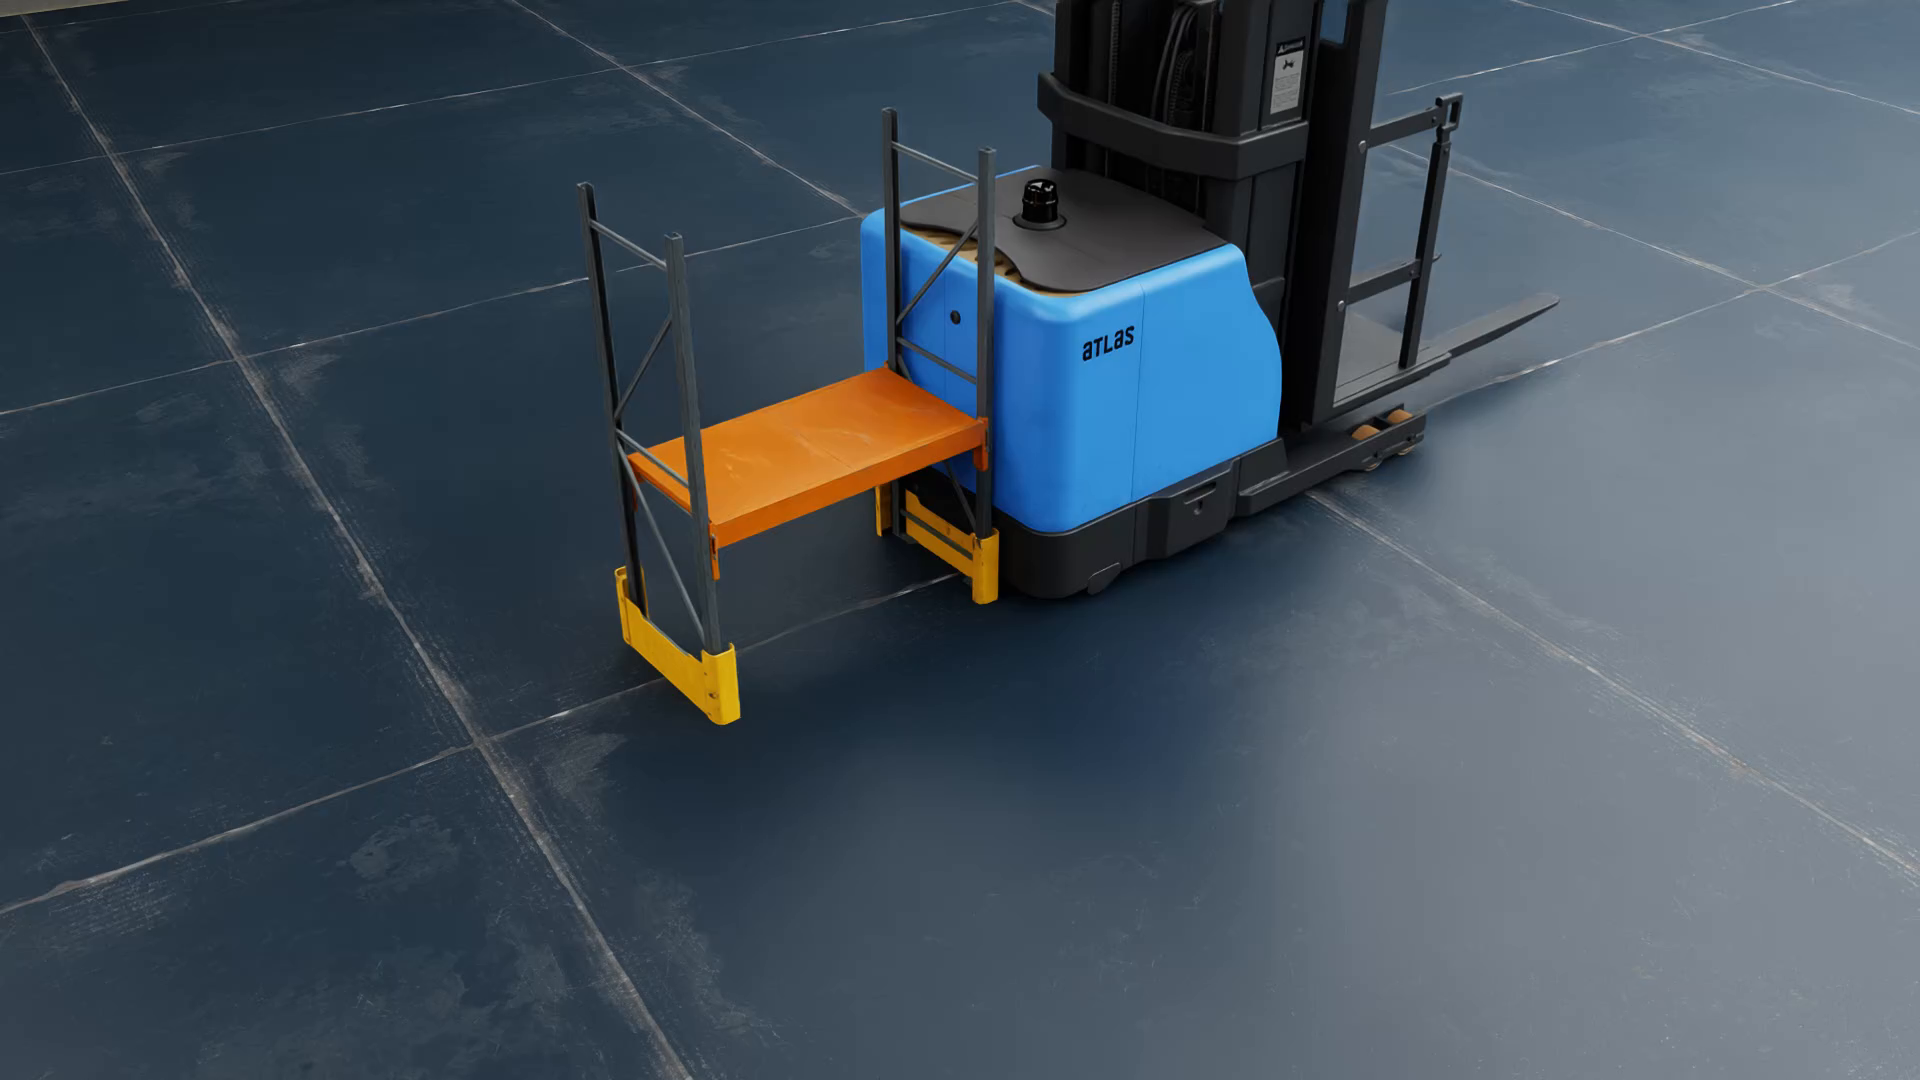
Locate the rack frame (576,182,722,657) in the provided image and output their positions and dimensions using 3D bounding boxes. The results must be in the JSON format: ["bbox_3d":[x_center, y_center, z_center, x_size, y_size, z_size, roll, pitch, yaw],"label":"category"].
[{"bbox_3d":[-0.858,-0.219,4.691,0.032,1.500,0.500,-23,39,-32],"label":"rack frame"}]

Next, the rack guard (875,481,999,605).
[{"bbox_3d":[-0.082,-0.025,5.555,0.087,0.250,0.587,-23,39,-32],"label":"rack guard"}]

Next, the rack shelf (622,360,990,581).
[{"bbox_3d":[-0.463,-0.237,5.058,1.000,0.185,0.538,-23,39,-32],"label":"rack shelf"}]

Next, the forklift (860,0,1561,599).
[{"bbox_3d":[1.122,-1.692,5.685,3.031,2.935,1.130,-23,39,-32],"label":"forklift"}]

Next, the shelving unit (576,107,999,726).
[{"bbox_3d":[-0.470,-0.386,4.957,1.083,1.500,0.587,-23,39,-32],"label":"shelving unit"}]

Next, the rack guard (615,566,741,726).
[{"bbox_3d":[-0.857,0.309,5.025,0.087,0.250,0.587,-23,39,-32],"label":"rack guard"}]

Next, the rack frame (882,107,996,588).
[{"bbox_3d":[-0.067,-0.560,5.232,0.032,1.500,0.500,-23,39,-32],"label":"rack frame"}]
